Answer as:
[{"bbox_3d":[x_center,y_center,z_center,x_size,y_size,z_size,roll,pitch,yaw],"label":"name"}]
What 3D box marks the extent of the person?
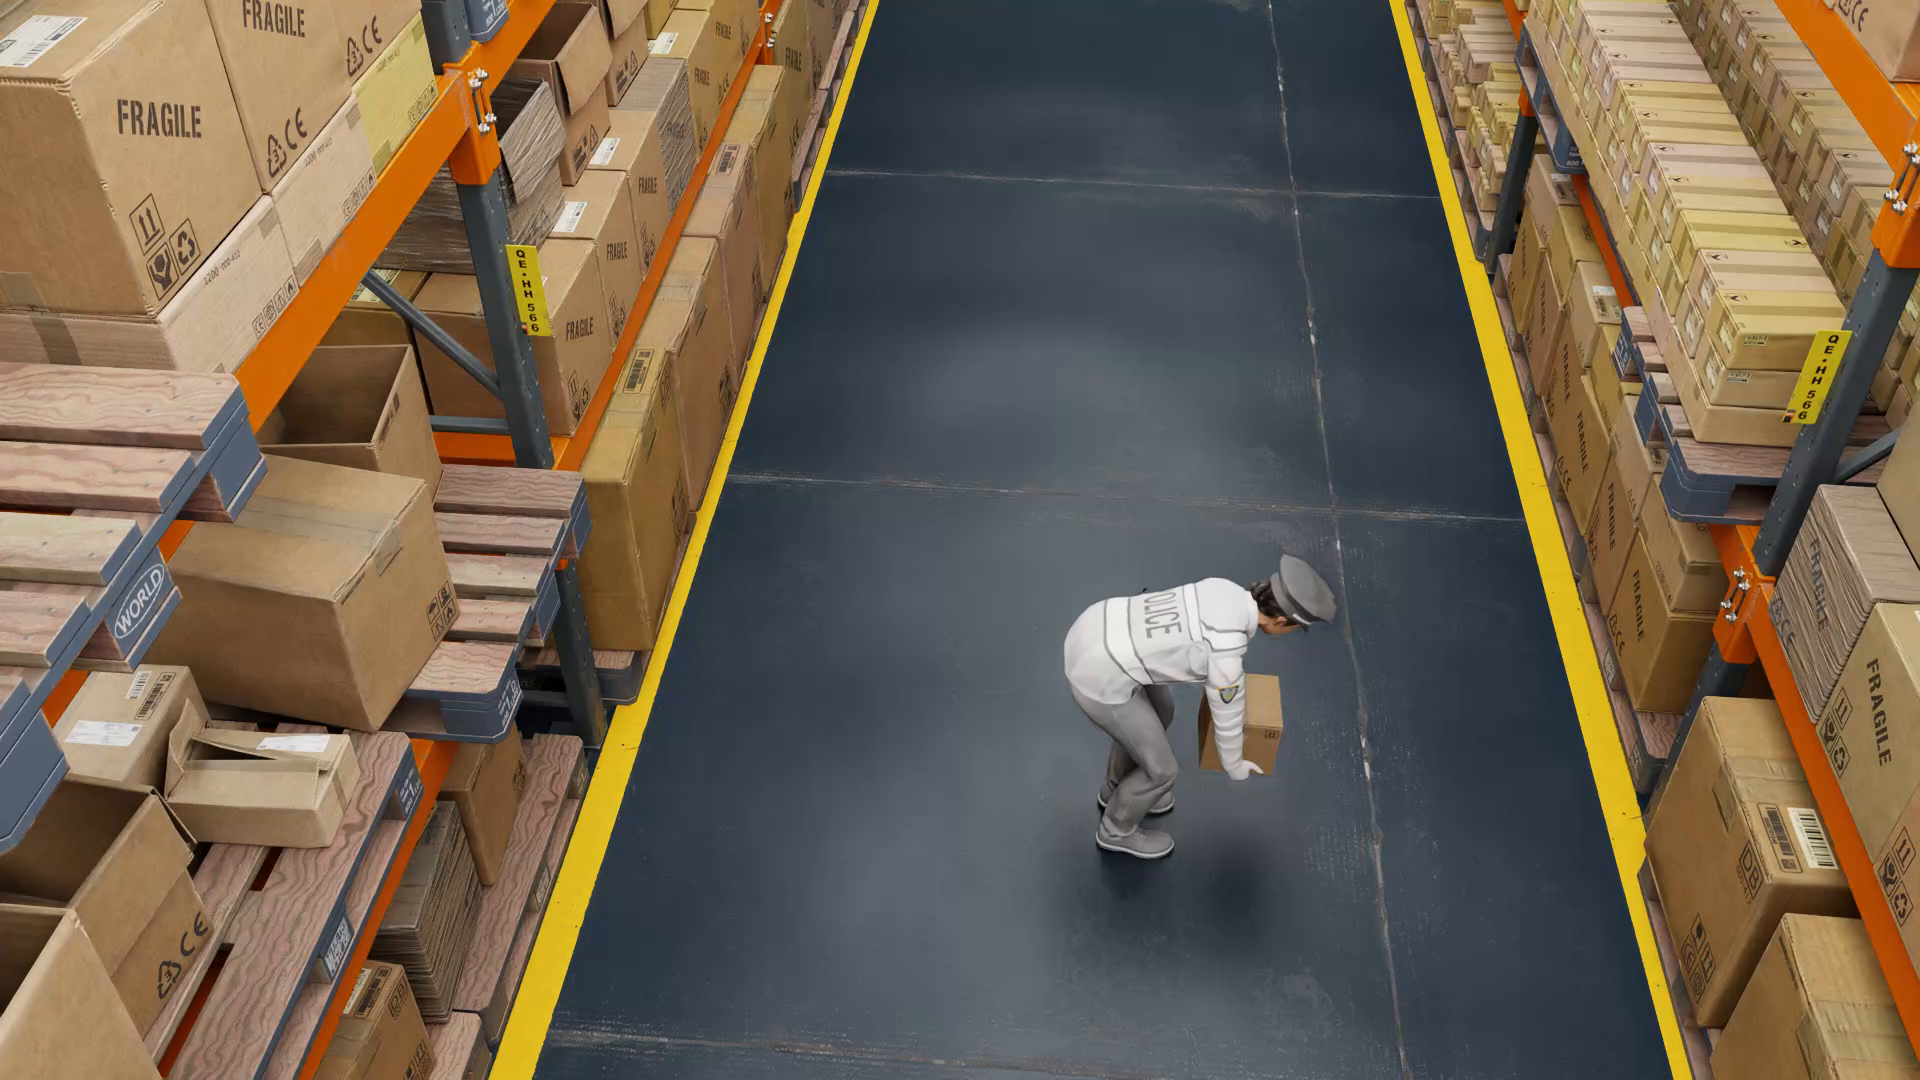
[{"bbox_3d":[0.797,0.574,5.788,0.887,1.270,0.420,2,40,2],"label":"person"}]
